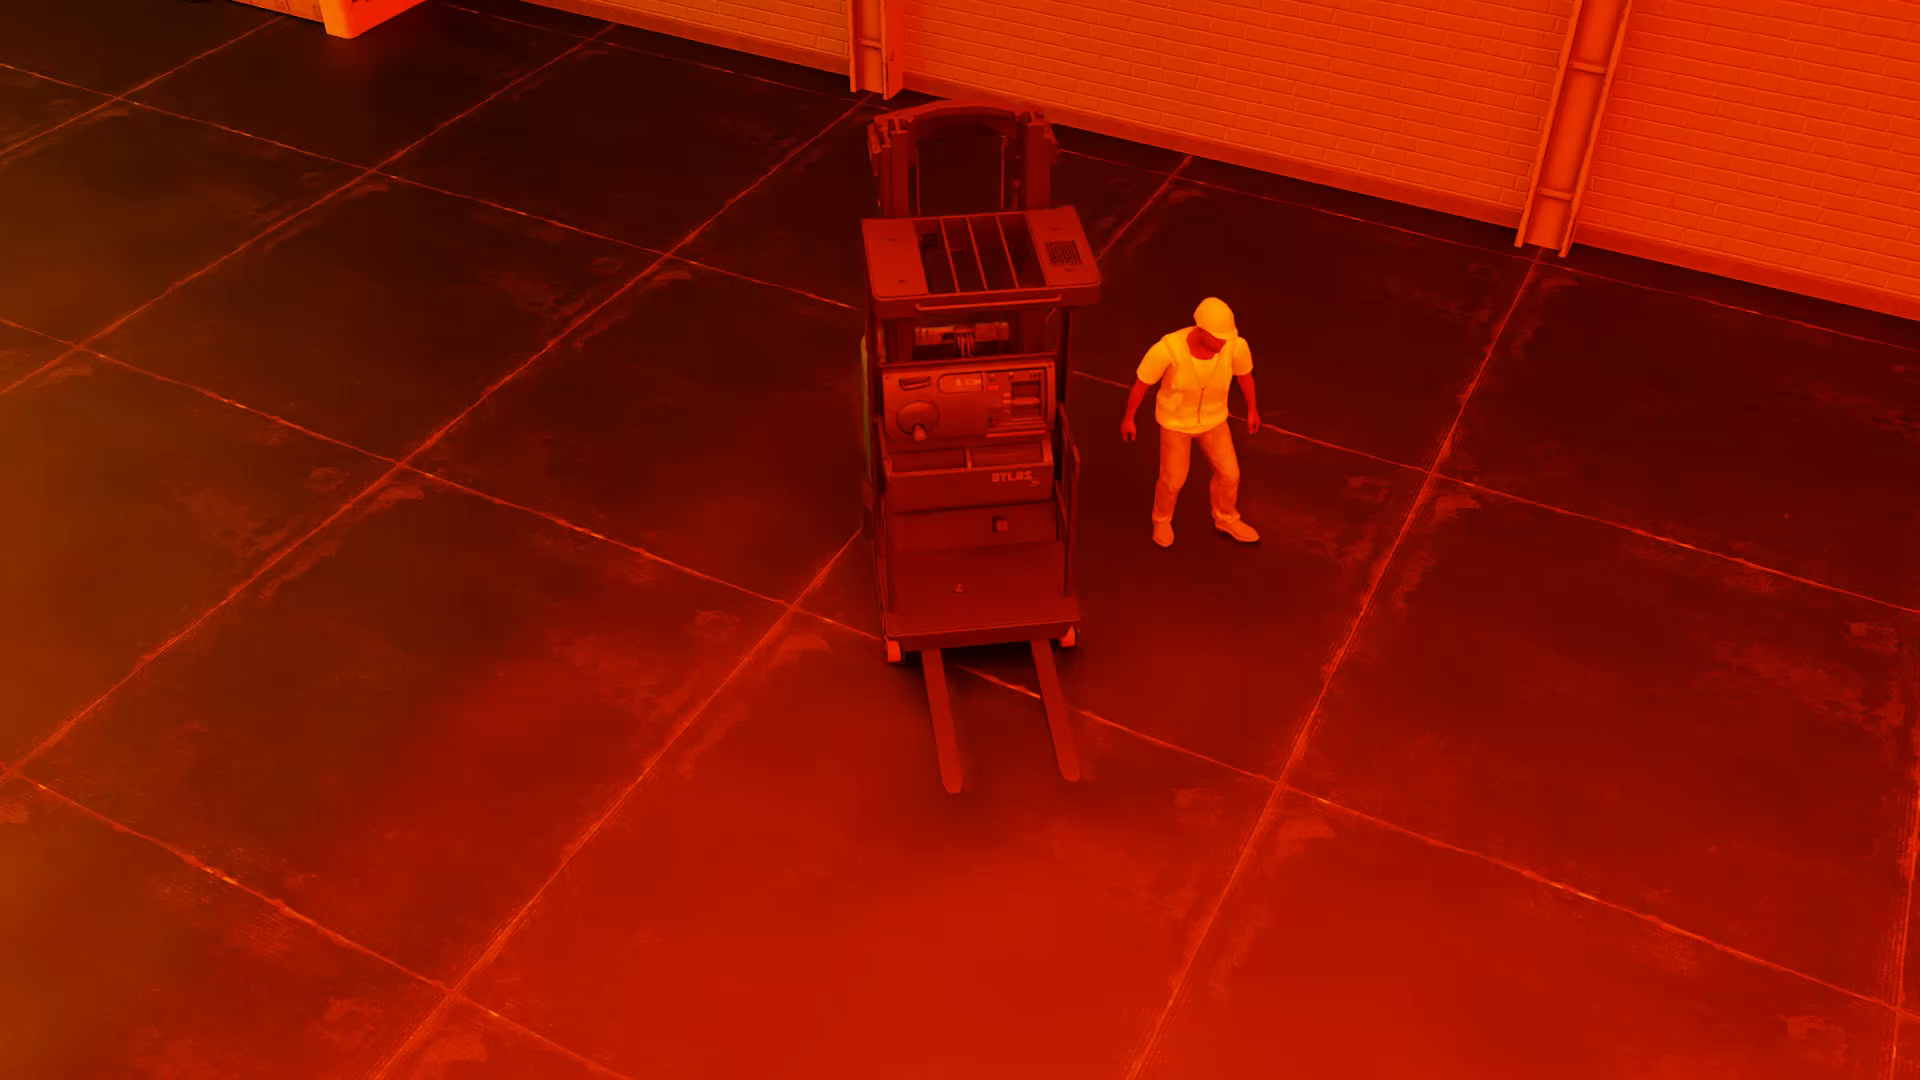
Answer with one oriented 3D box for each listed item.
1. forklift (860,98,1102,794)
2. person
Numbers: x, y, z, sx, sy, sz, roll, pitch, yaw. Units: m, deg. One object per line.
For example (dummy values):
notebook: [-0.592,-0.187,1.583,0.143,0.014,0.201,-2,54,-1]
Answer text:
forklift: [0.081,-0.667,8.778,1.130,2.935,3.031,-5,40,-6]
person: [1.392,-0.687,9.732,0.866,1.732,0.444,-7,41,-8]
